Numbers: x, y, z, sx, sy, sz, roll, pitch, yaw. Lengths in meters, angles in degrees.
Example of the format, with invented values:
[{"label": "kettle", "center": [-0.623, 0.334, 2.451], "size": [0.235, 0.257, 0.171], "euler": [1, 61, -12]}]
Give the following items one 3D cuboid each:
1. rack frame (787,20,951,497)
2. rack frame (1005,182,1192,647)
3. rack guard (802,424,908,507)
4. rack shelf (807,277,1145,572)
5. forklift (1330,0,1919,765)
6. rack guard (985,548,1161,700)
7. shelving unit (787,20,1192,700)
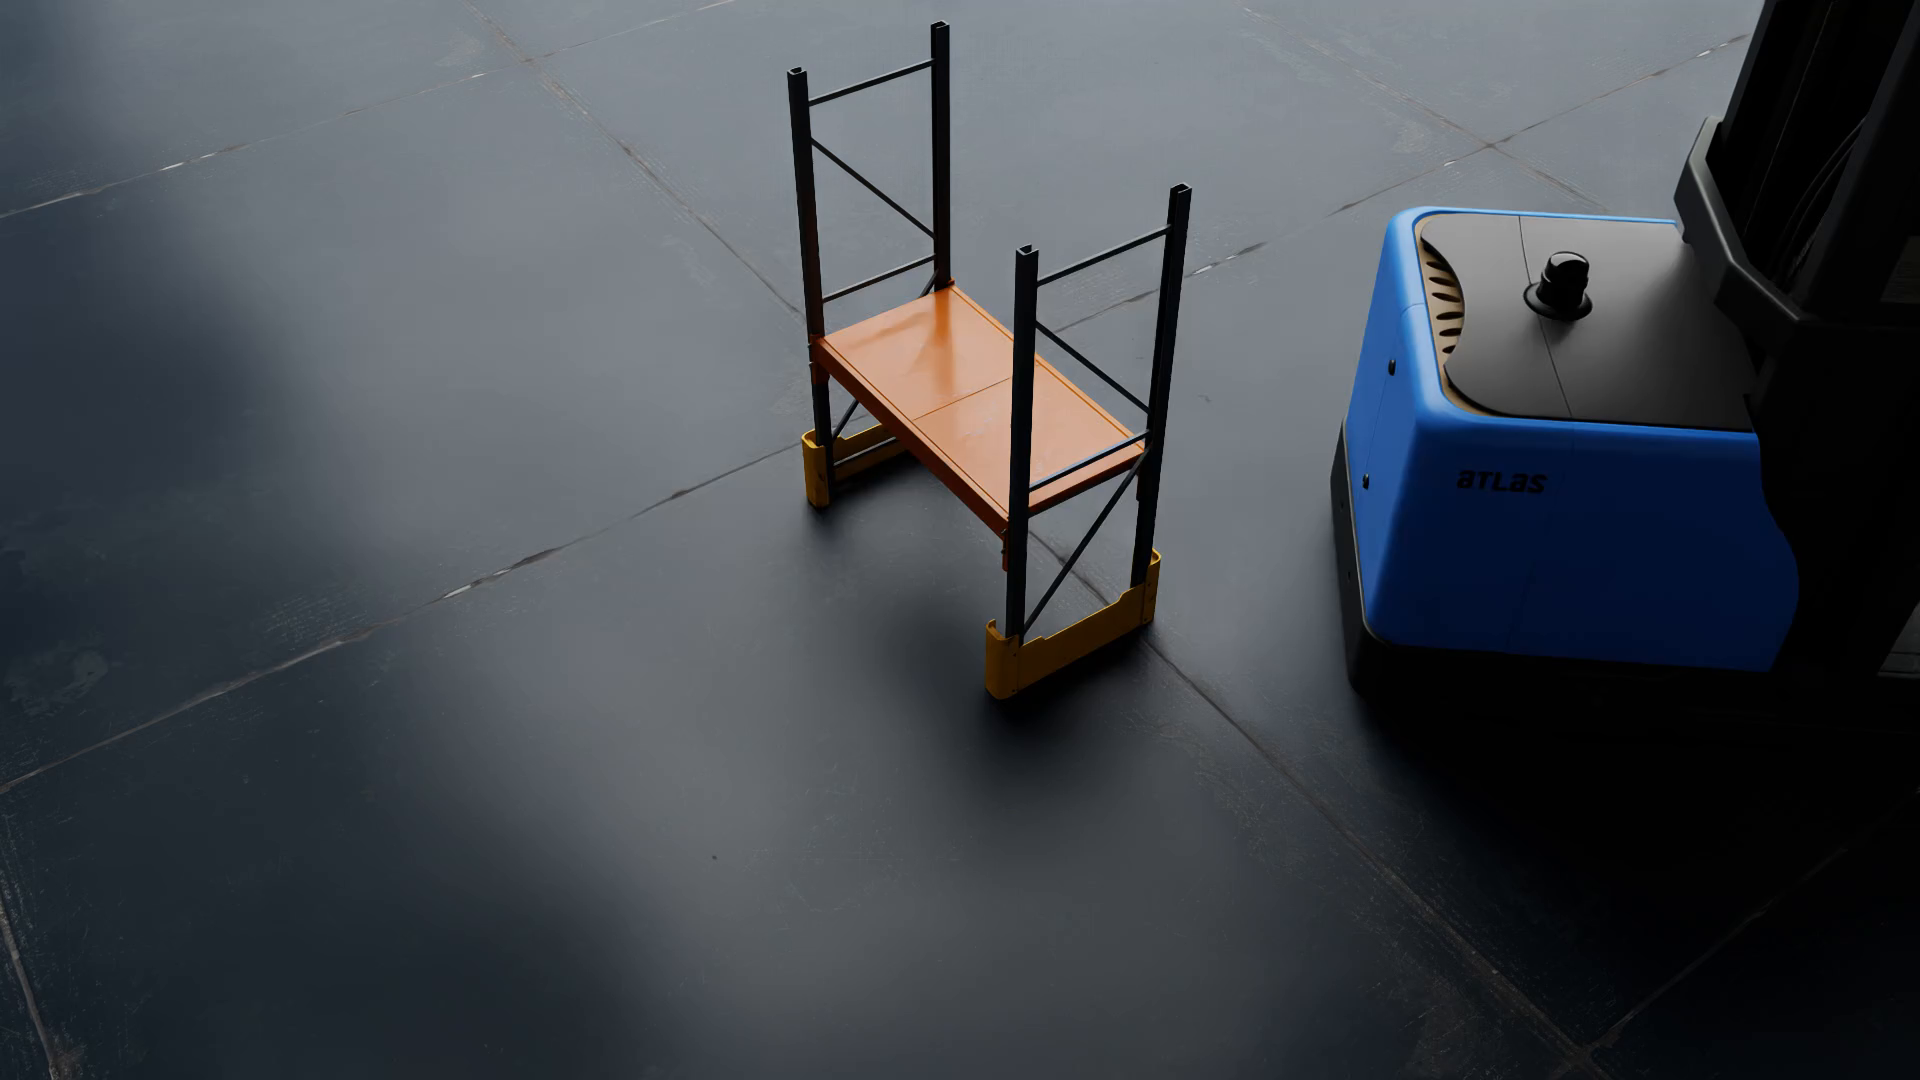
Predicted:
[{"label": "rack frame", "center": [-0.242, -0.782, 4.983], "size": [0.500, 1.500, 0.032], "euler": [-26, 49, -24]}, {"label": "rack frame", "center": [0.340, -0.206, 4.380], "size": [0.500, 1.500, 0.032], "euler": [-26, 49, -24]}, {"label": "rack guard", "center": [-0.241, -0.329, 5.414], "size": [0.587, 0.250, 0.087], "euler": [-26, 49, -24]}, {"label": "rack shelf", "center": [0.049, -0.364, 4.806], "size": [0.538, 0.185, 1.000], "euler": [-26, 49, -24]}, {"label": "forklift", "center": [2.655, -0.802, 3.968], "size": [3.031, 2.935, 1.130], "euler": [4, 44, 4]}, {"label": "rack guard", "center": [0.329, 0.235, 4.823], "size": [0.587, 0.250, 0.087], "euler": [-26, 49, -24]}, {"label": "shelving unit", "center": [0.044, -0.499, 4.687], "size": [0.587, 1.500, 1.083], "euler": [-26, 49, -24]}]
